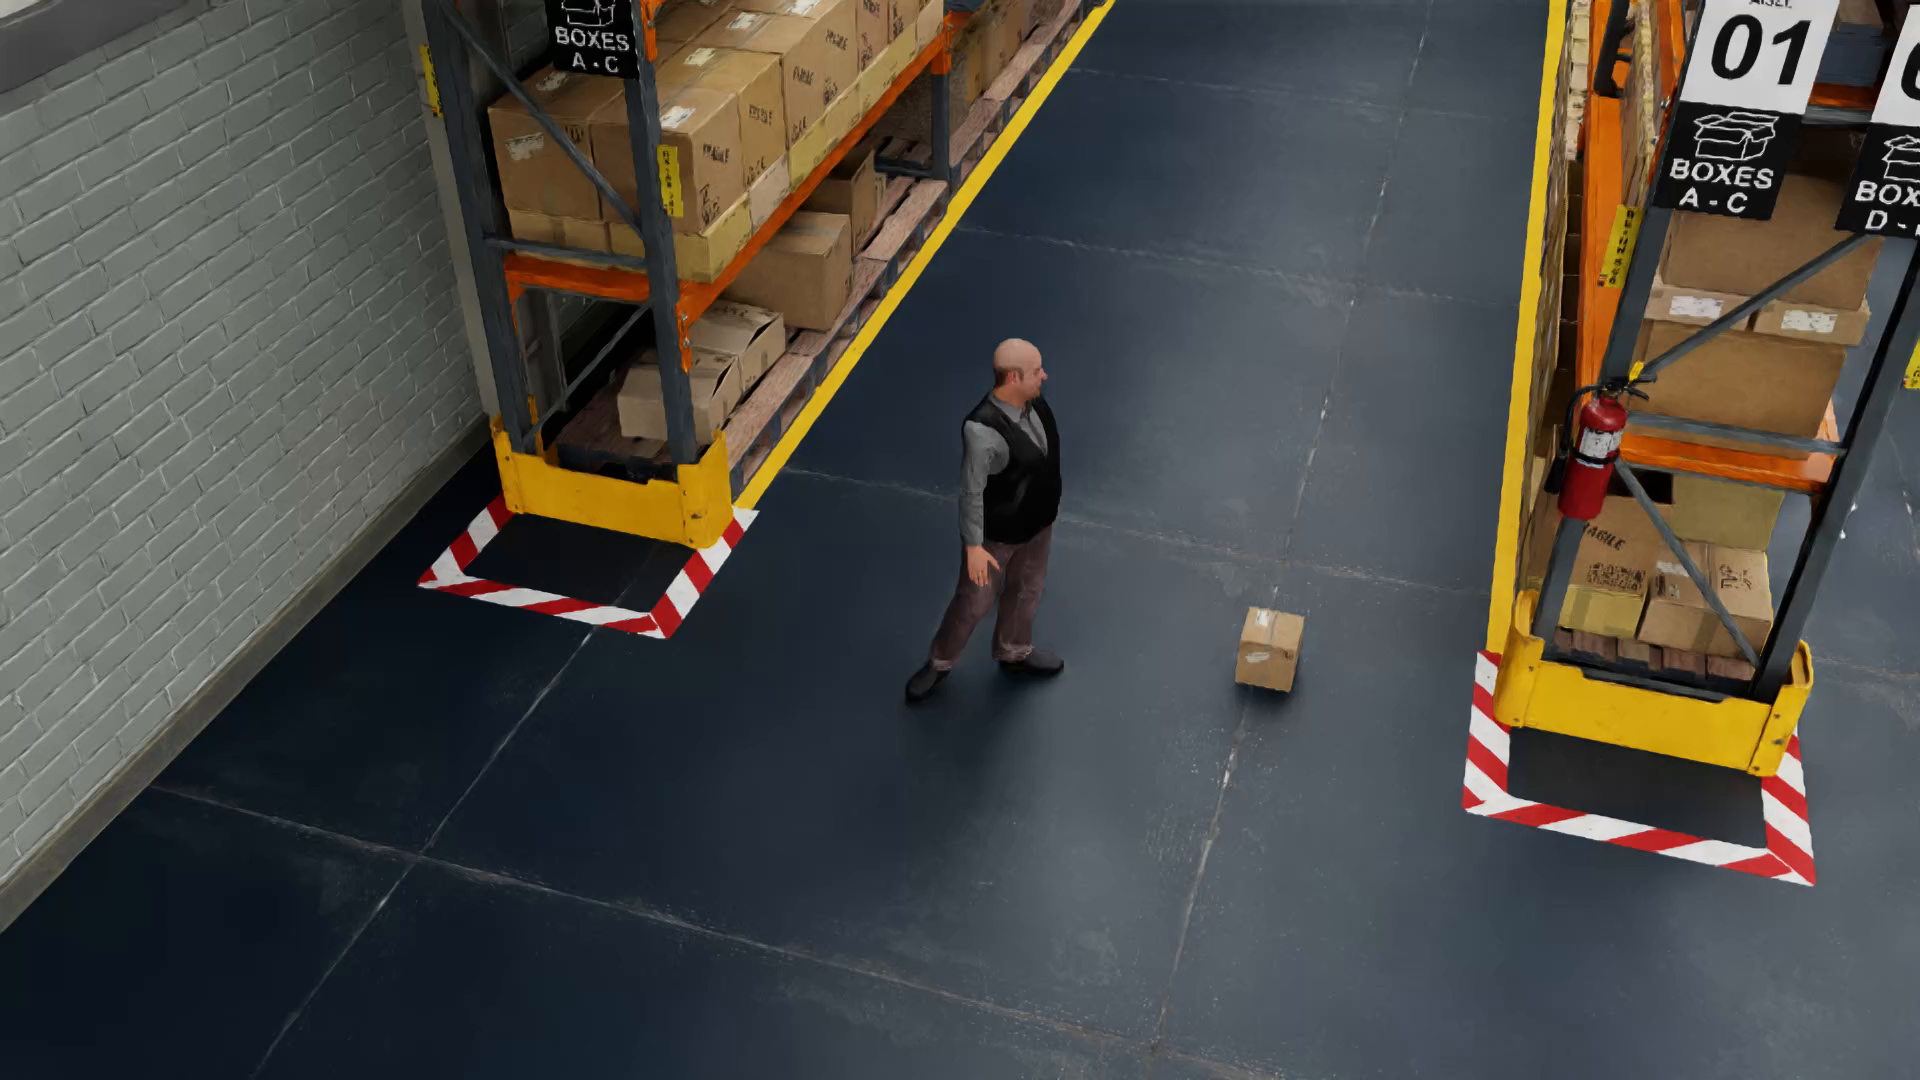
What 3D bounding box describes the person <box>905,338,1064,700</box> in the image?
[{"bbox_3d":[0.111,-0.048,6.981,0.470,1.725,0.692,26,44,31],"label":"person"}]
